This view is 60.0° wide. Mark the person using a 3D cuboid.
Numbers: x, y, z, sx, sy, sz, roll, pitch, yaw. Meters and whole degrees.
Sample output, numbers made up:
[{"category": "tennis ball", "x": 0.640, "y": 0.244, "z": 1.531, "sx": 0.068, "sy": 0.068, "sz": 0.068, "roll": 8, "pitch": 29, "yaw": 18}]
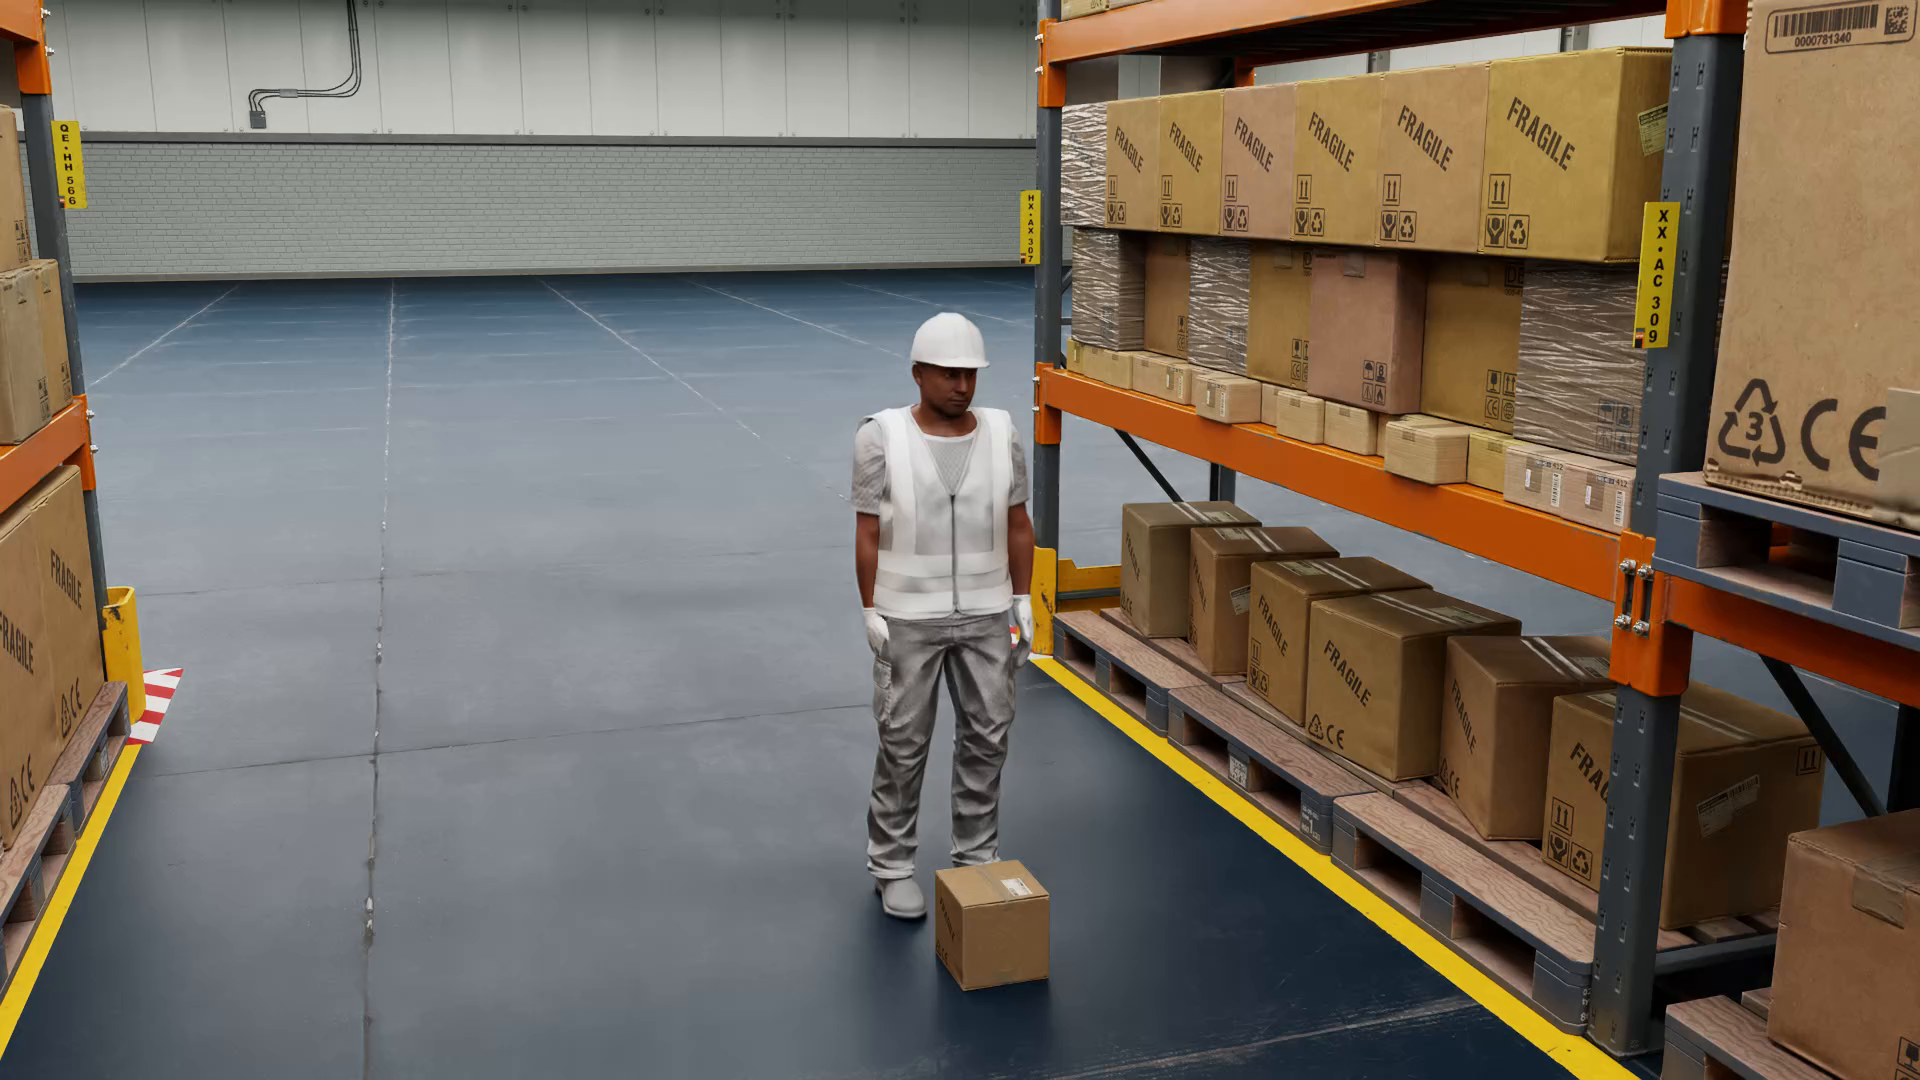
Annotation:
[{"category": "person", "x": -0.039, "y": 0.221, "z": 4.920, "sx": 0.548, "sy": 1.778, "sz": 0.359, "roll": -4, "pitch": 13, "yaw": -17}]
